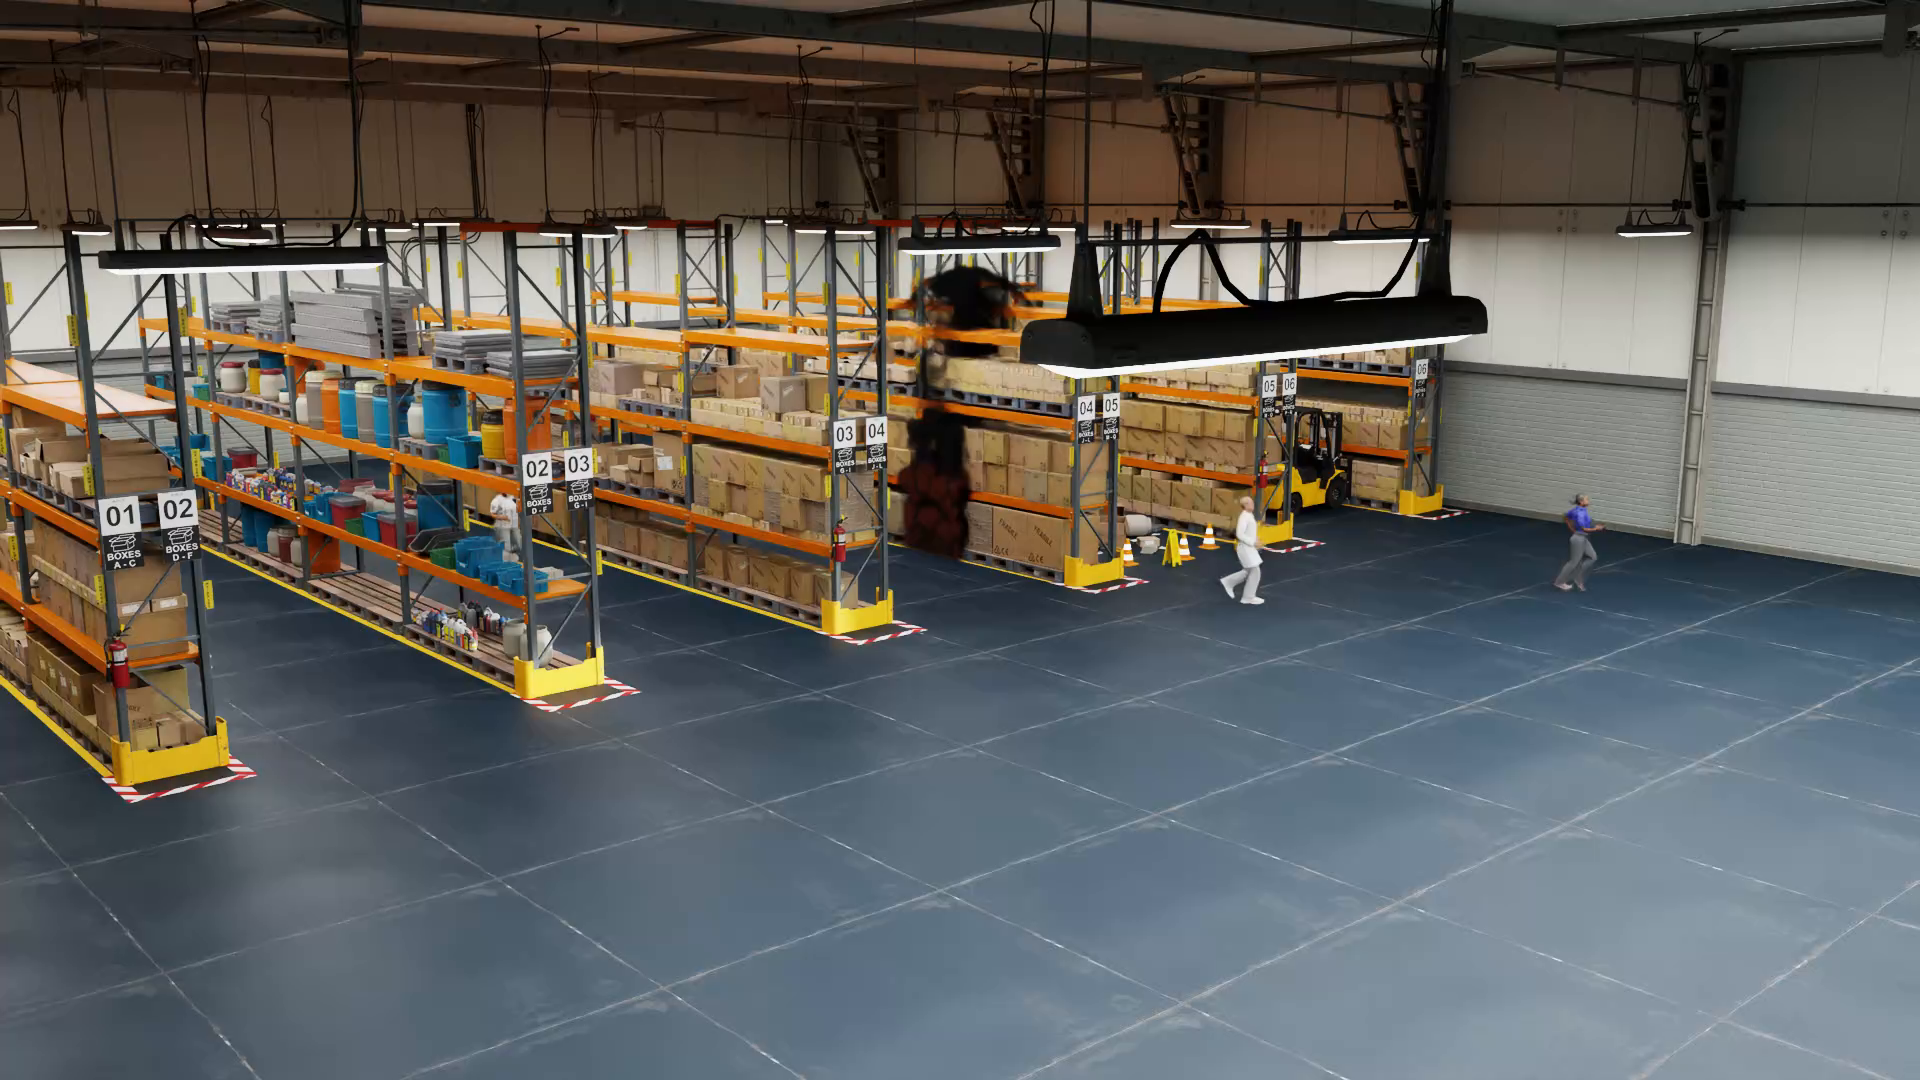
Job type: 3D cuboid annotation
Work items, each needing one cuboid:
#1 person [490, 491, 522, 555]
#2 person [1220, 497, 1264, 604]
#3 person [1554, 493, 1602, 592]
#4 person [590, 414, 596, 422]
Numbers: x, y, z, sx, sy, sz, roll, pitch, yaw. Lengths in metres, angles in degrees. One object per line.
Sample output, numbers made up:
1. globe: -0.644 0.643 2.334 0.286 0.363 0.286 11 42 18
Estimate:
1. person: -7.802 -0.215 28.796 0.545 1.623 0.595 11 16 43
2. person: 4.547 0.166 26.661 0.716 1.738 0.727 2 12 10
3. person: 10.245 0.050 27.480 0.709 1.686 0.542 4 12 20
4. person: -9.041 -2.680 41.007 0.700 1.681 0.624 11 16 43
